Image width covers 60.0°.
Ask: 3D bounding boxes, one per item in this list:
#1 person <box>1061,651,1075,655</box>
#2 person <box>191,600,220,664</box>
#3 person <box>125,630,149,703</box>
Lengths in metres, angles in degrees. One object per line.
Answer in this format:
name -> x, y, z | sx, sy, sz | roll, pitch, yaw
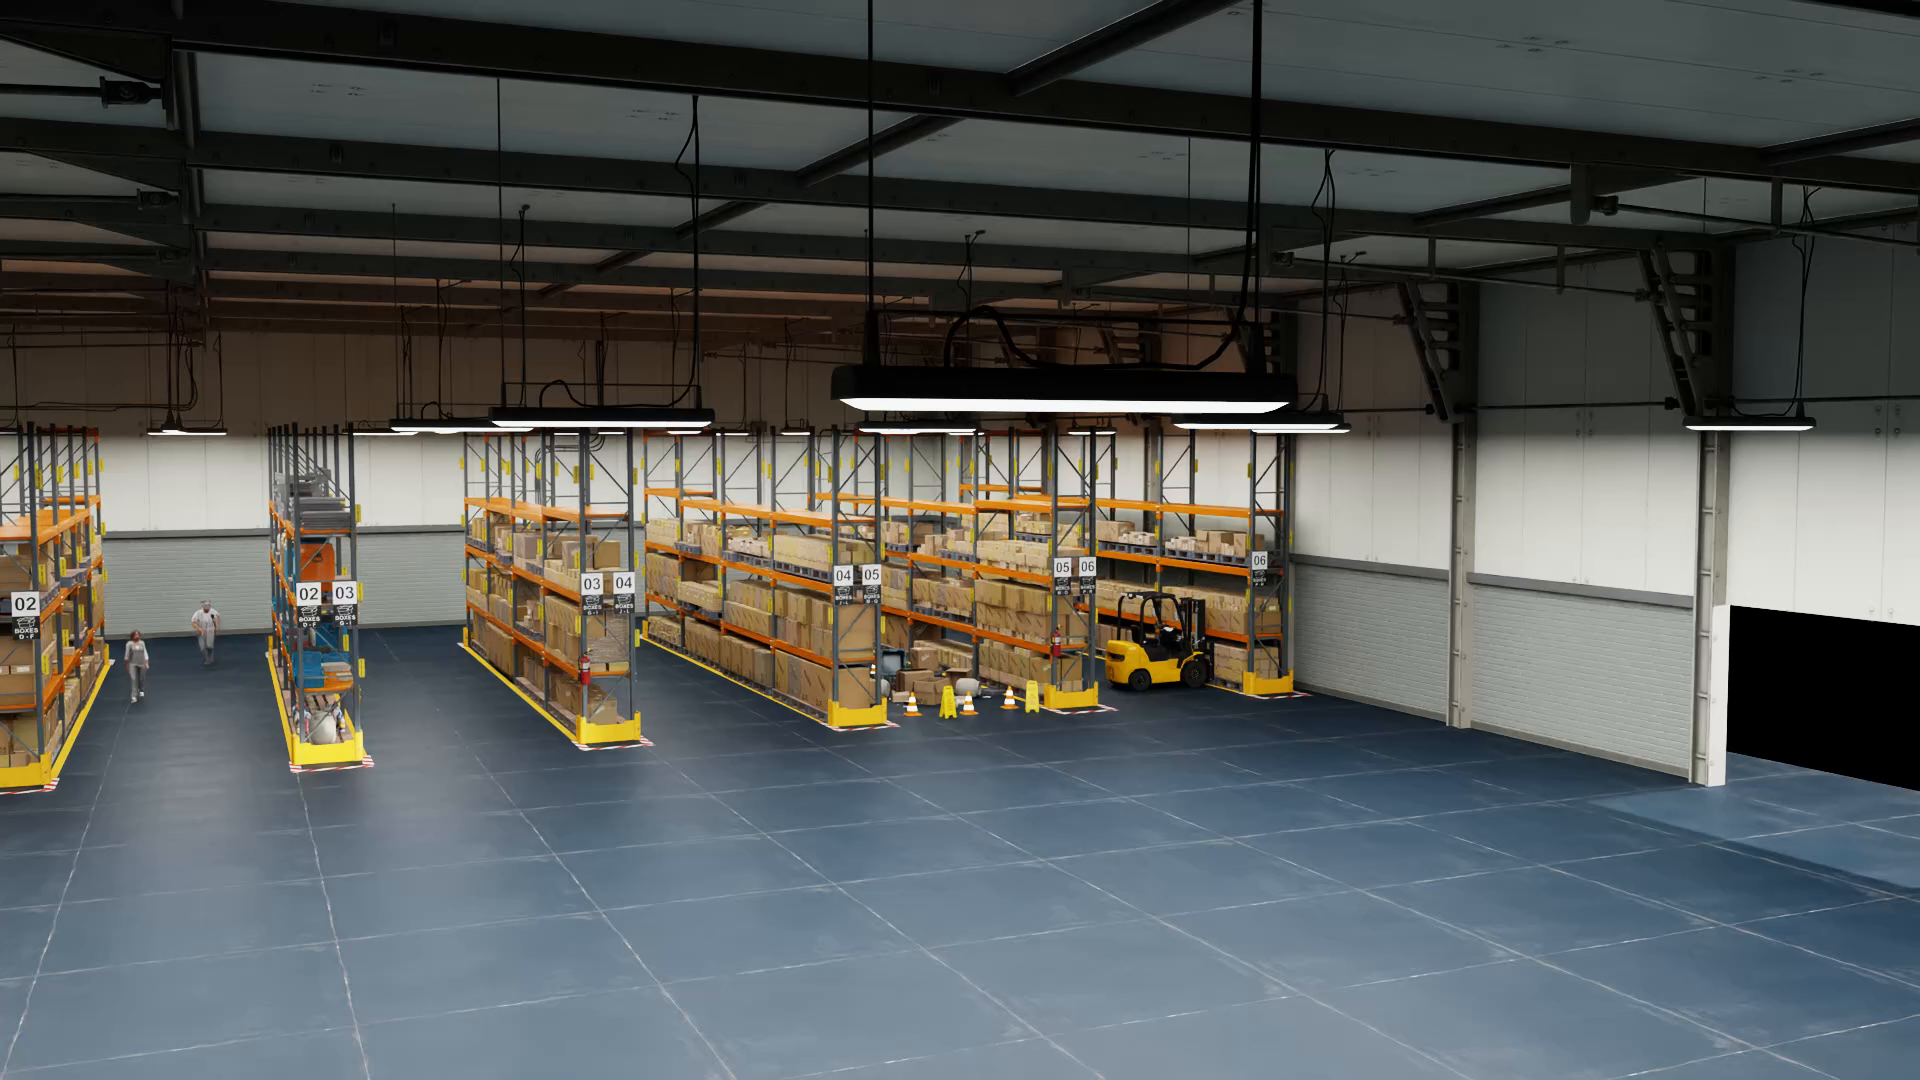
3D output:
person -> 2.576, 2.541, 39.894 | 0.511, 1.502, 0.751 | -1, 4, -21
person -> -19.025, 2.324, 41.964 | 0.614, 1.681, 0.735 | -1, 4, -15
person -> -17.897, 2.719, 36.145 | 0.468, 1.540, 0.972 | -2, 4, -25
